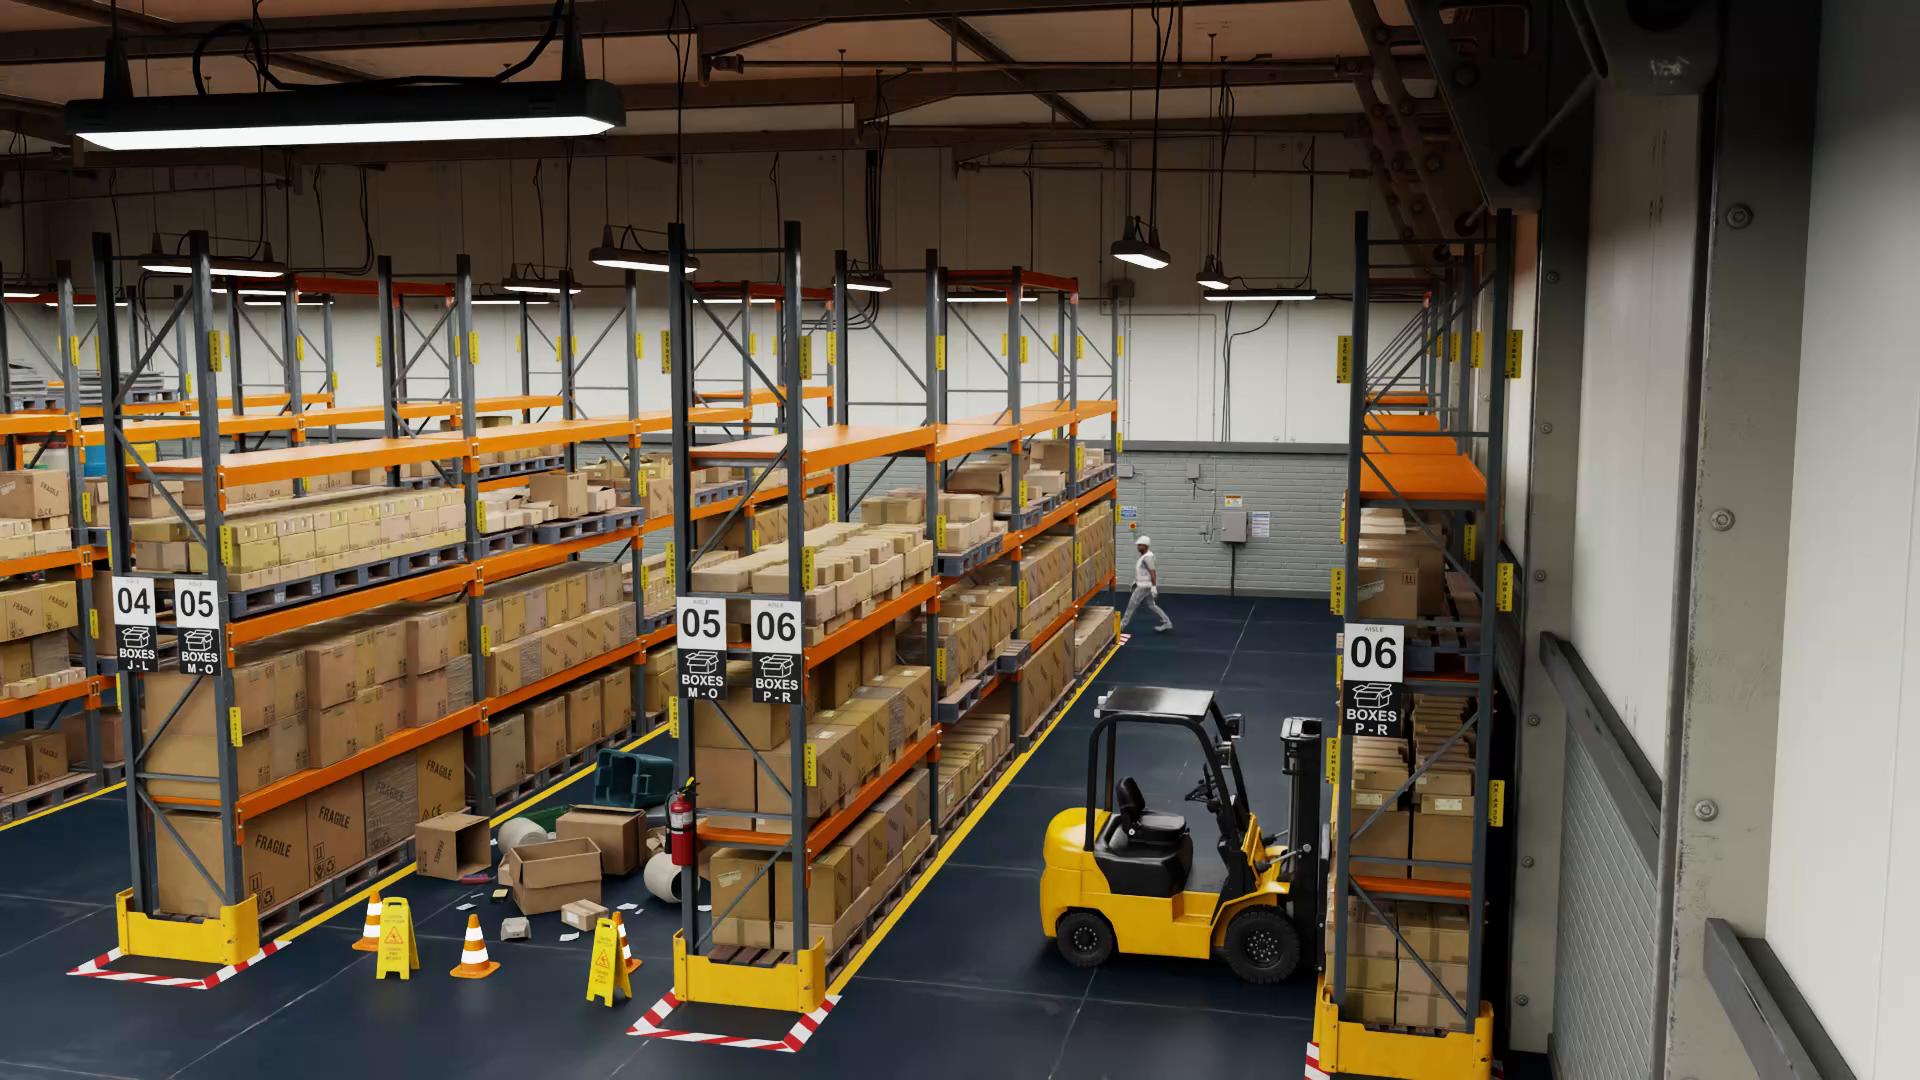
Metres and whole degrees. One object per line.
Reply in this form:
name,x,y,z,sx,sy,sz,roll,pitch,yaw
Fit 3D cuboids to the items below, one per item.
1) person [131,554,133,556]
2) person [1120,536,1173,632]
person,-15.270,0.617,30.537,0.606,1.679,0.734,3,8,22
person,3.156,0.774,29.082,1.141,1.704,0.533,1,7,6
